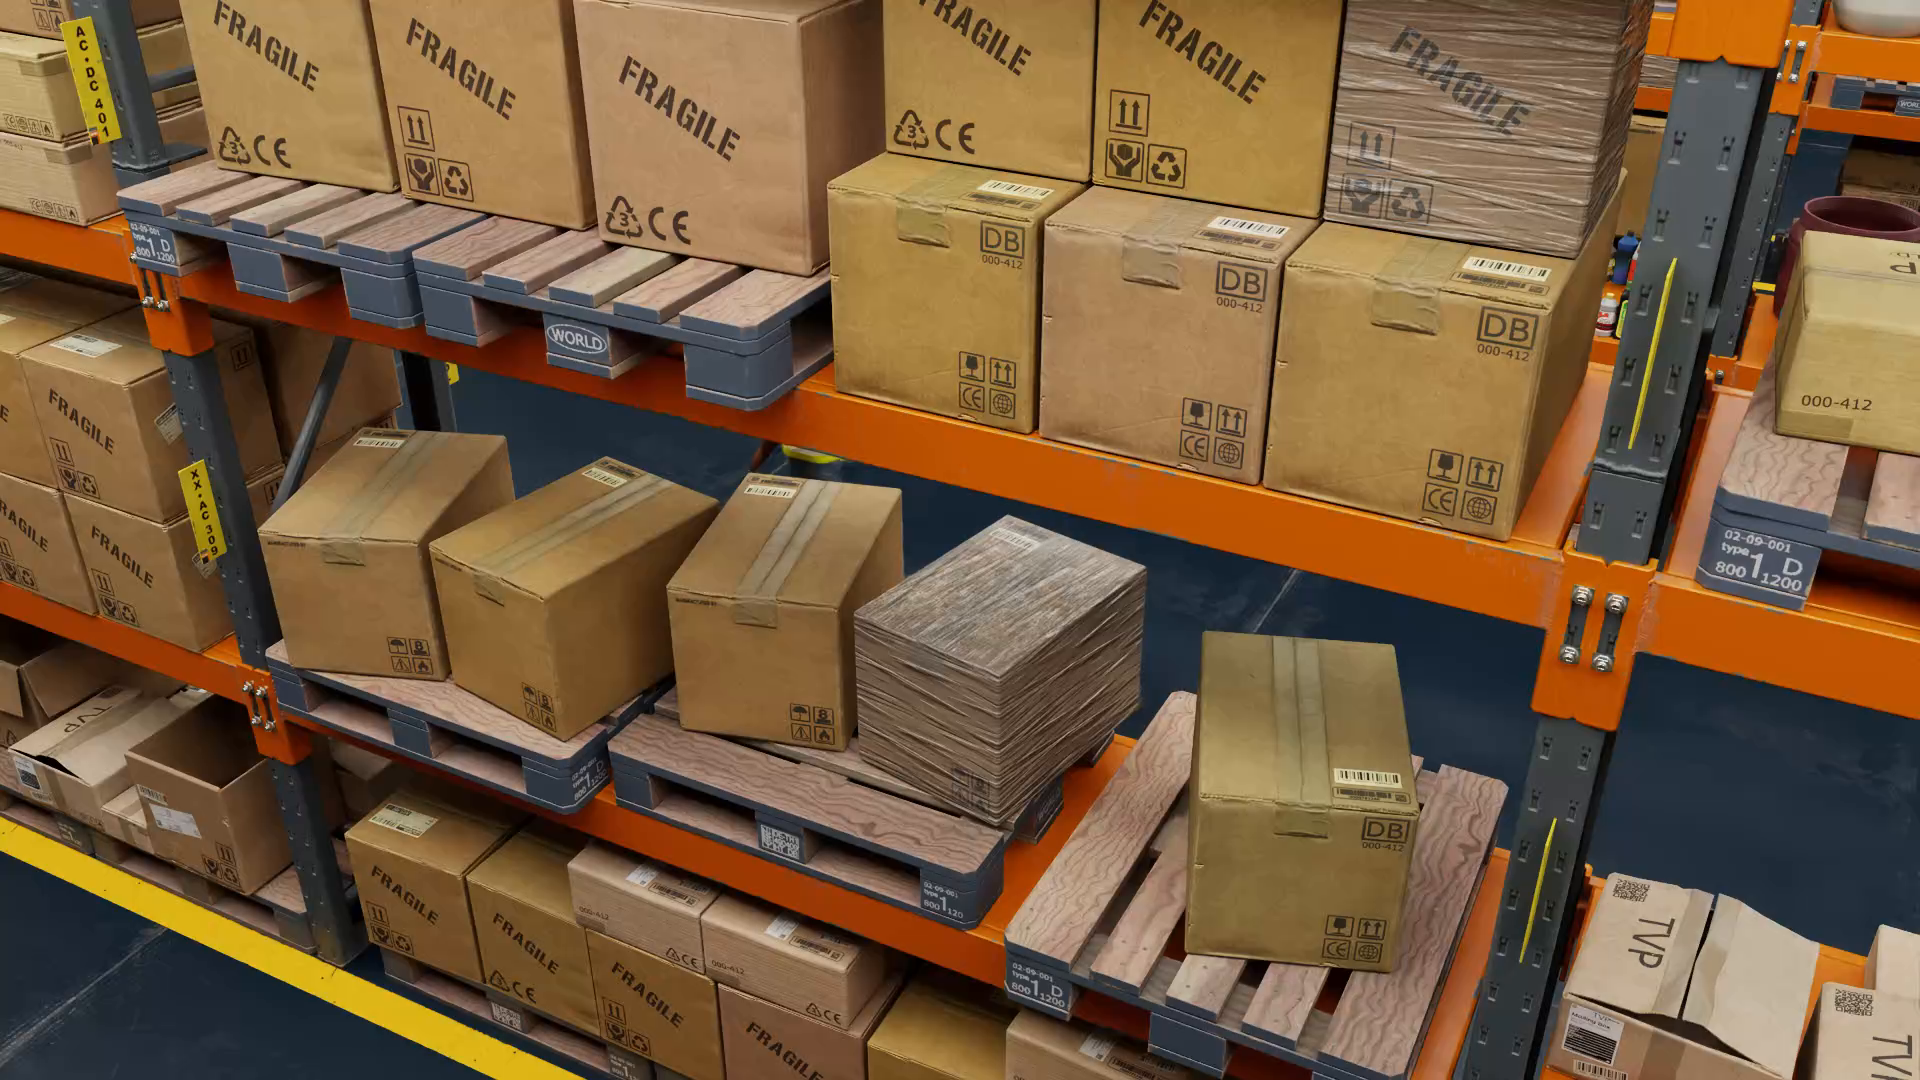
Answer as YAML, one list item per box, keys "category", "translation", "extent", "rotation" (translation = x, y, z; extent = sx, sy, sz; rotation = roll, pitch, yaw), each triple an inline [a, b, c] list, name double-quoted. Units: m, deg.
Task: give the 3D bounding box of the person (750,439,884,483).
- category: "person"
  translation: [-0.706, -0.437, 7.906]
  extent: [0.817, 1.745, 0.614]
  rotation: [21, 36, 32]
